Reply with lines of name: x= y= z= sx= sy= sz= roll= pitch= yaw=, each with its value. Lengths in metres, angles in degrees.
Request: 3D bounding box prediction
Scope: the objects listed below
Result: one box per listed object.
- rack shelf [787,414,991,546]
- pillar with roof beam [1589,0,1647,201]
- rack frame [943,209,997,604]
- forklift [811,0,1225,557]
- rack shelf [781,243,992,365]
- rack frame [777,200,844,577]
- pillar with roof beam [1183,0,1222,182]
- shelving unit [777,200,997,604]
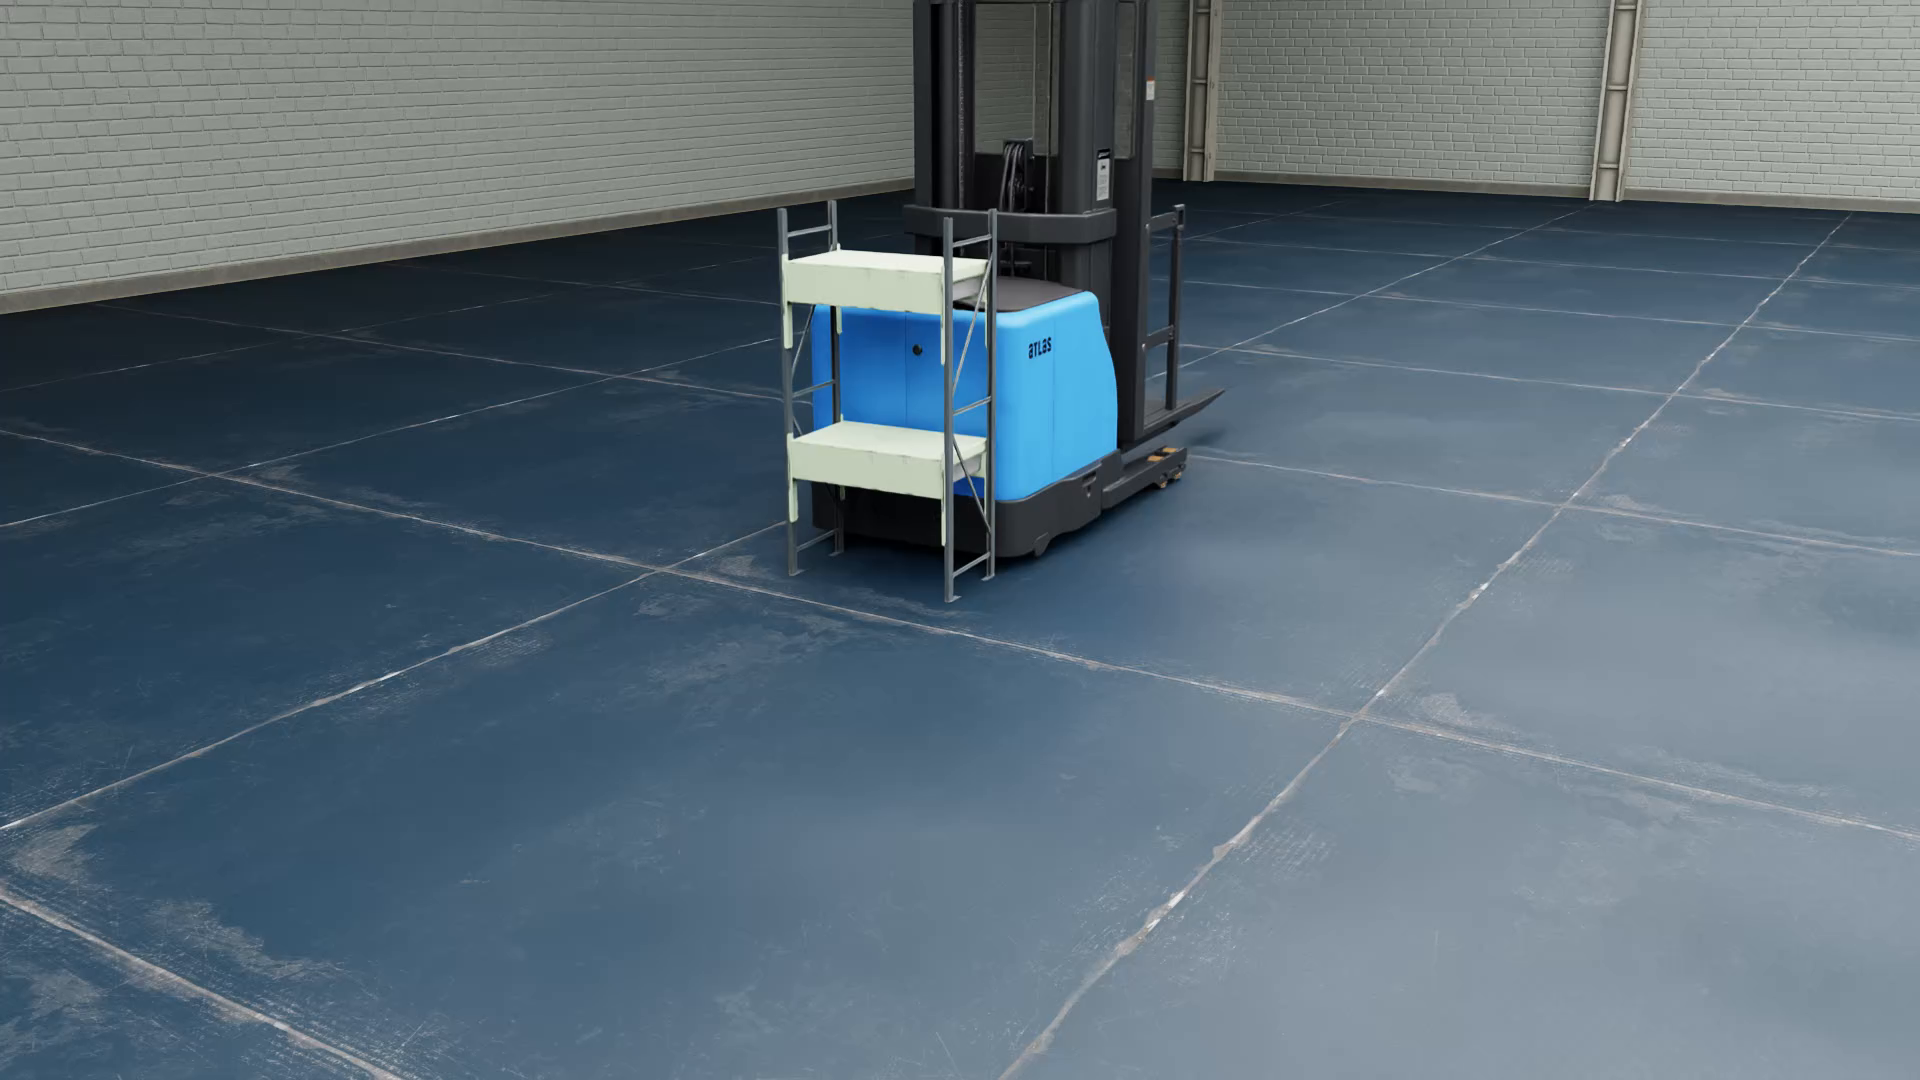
rack shelf: x=-0.282 y=-0.255 z=6.761 sx=0.720 sy=0.370 sz=0.431 roll=9 pitch=19 yaw=27
pillar with roof beam: x=6.533 y=-7.864 z=17.789 sx=0.400 sy=9.000 sz=9.100 roll=10 pitch=20 yaw=30
rack frame: x=0.041 y=-0.517 z=6.503 sx=0.023 sy=1.500 sz=0.400 roll=9 pitch=19 yaw=27
forklift: x=0.490 y=-1.710 z=7.967 sx=1.130 sy=2.935 sz=3.031 roll=9 pitch=19 yaw=27
rack shelf: x=-0.282 y=-0.940 z=6.553 sx=0.720 sy=0.370 sz=0.431 roll=9 pitch=19 yaw=27
rack frame: x=-0.606 y=-0.616 z=6.829 sx=0.023 sy=1.500 sz=0.400 roll=9 pitch=19 yaw=27
pillar with roof beam: x=1.420 y=-8.777 z=20.793 sx=0.400 sy=9.000 sz=9.100 roll=10 pitch=20 yaw=30
shelving unit: x=-0.282 y=-0.567 z=6.666 sx=0.755 sy=1.500 sz=0.431 roll=9 pitch=19 yaw=27
